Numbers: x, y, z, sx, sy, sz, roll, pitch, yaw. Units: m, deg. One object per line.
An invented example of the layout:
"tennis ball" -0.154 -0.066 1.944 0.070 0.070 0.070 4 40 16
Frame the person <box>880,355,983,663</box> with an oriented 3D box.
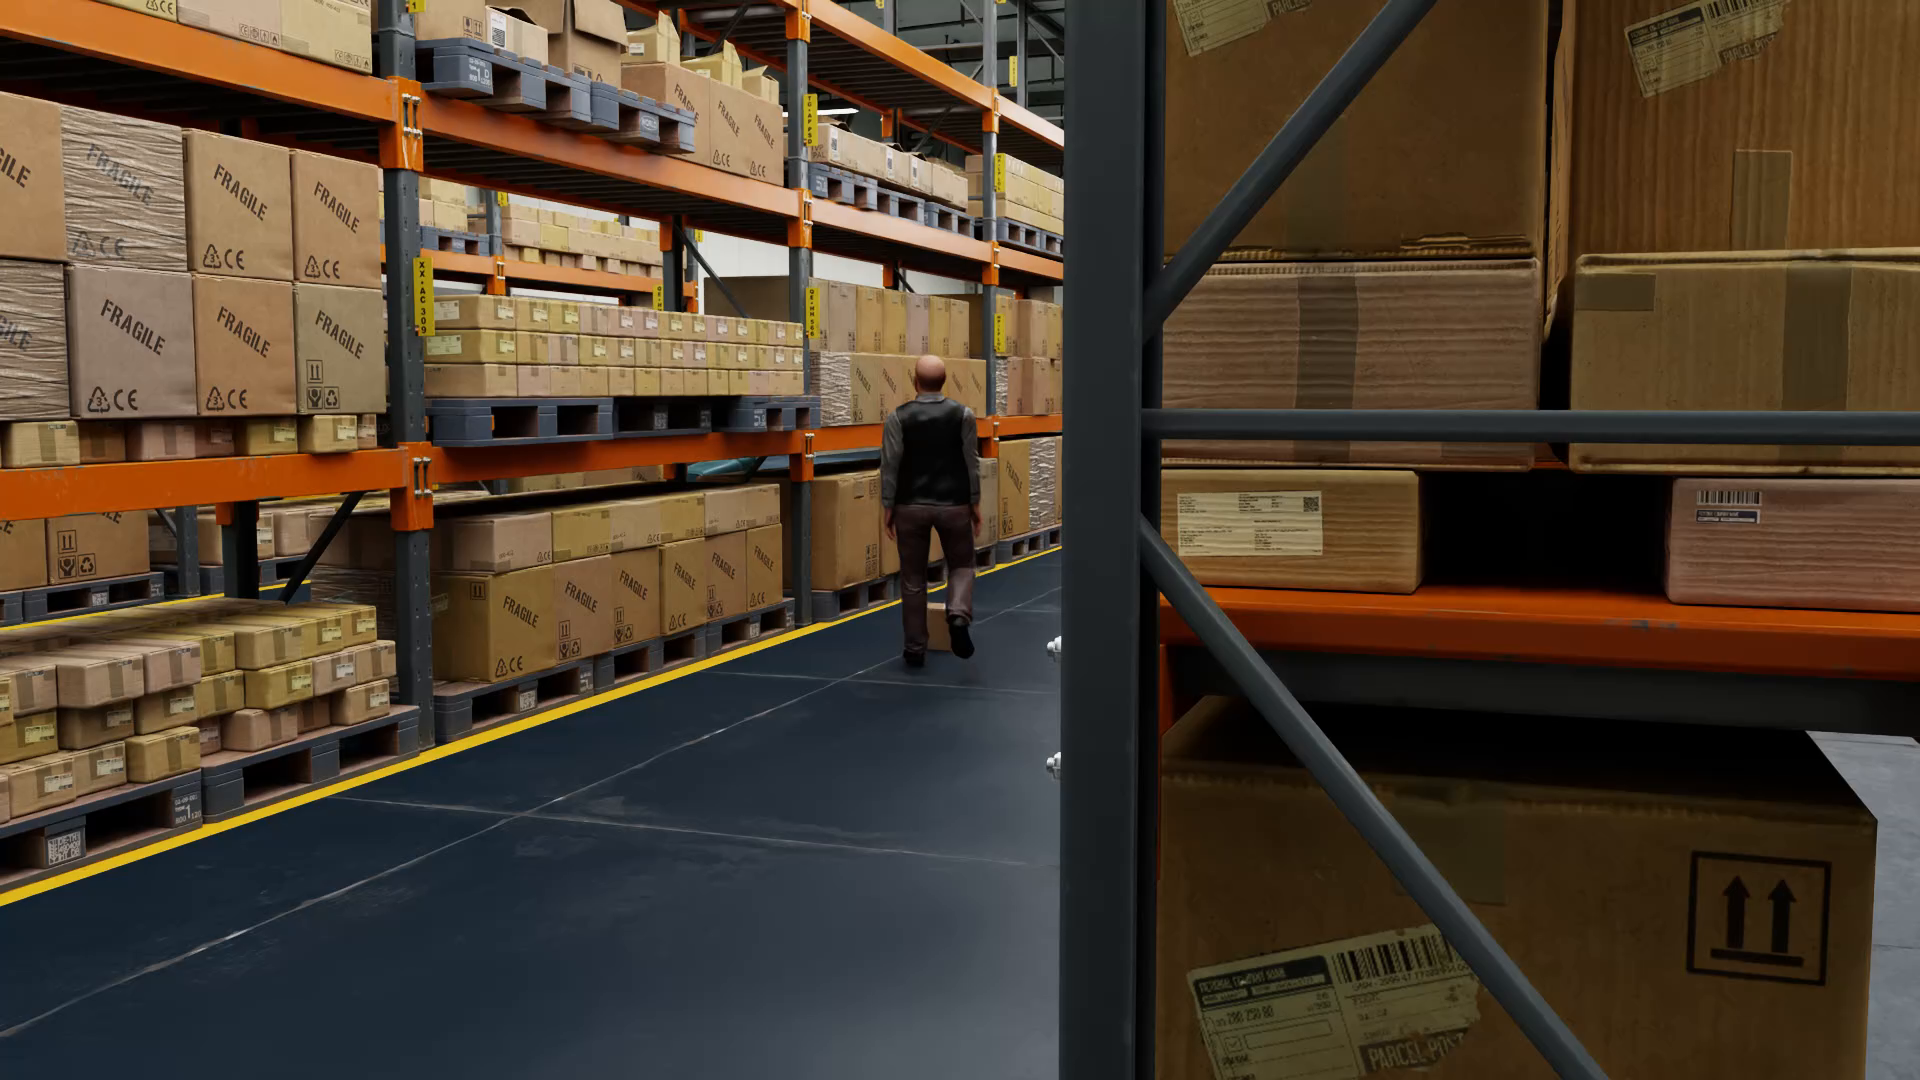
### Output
"person" -0.161 -0.122 9.215 0.570 1.629 0.651 0 5 -5
